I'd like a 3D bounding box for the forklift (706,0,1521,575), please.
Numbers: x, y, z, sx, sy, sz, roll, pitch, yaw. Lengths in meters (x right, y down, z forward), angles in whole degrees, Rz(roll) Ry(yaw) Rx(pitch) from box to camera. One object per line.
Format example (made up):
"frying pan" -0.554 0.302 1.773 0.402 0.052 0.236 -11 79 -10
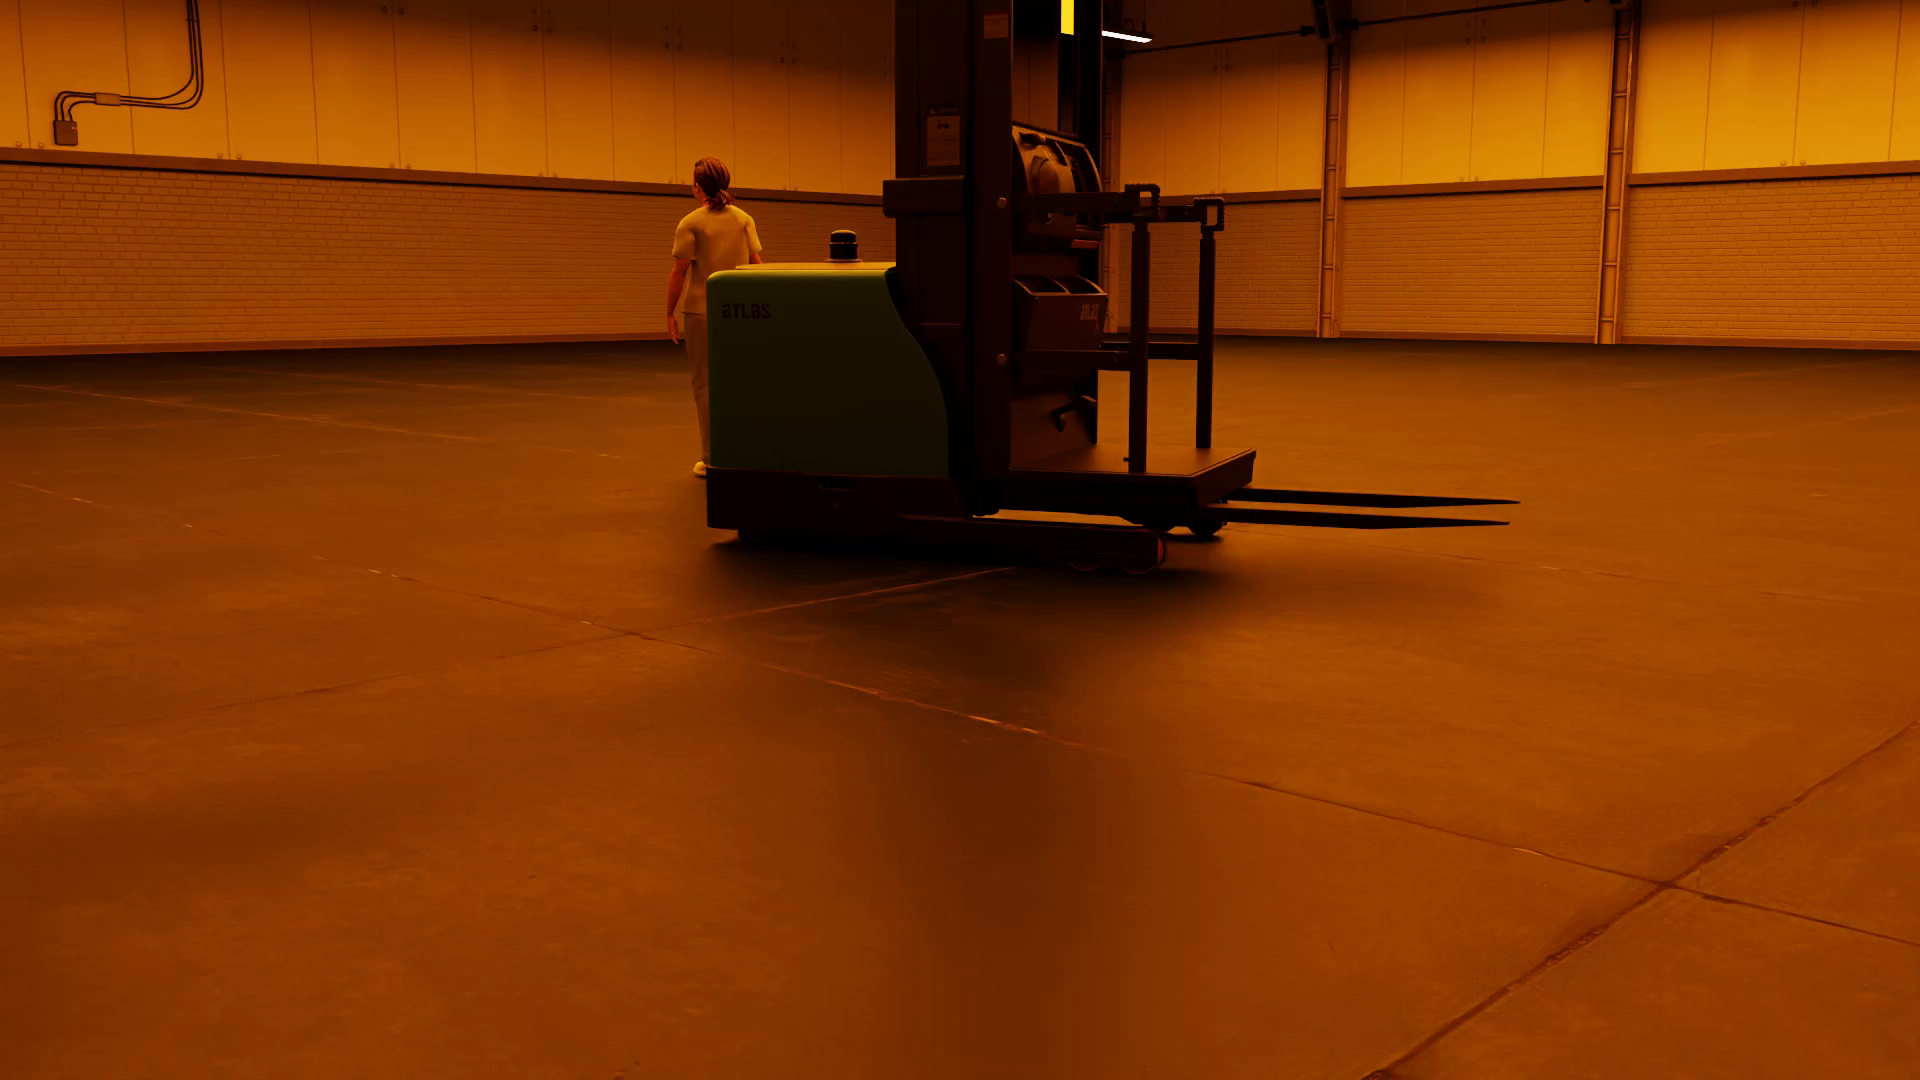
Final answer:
"forklift" 0.565 -1.416 6.275 3.031 2.935 1.130 3 9 22

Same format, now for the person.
"person" -1.311 -1.174 8.841 0.550 1.673 0.548 -5 10 -28
